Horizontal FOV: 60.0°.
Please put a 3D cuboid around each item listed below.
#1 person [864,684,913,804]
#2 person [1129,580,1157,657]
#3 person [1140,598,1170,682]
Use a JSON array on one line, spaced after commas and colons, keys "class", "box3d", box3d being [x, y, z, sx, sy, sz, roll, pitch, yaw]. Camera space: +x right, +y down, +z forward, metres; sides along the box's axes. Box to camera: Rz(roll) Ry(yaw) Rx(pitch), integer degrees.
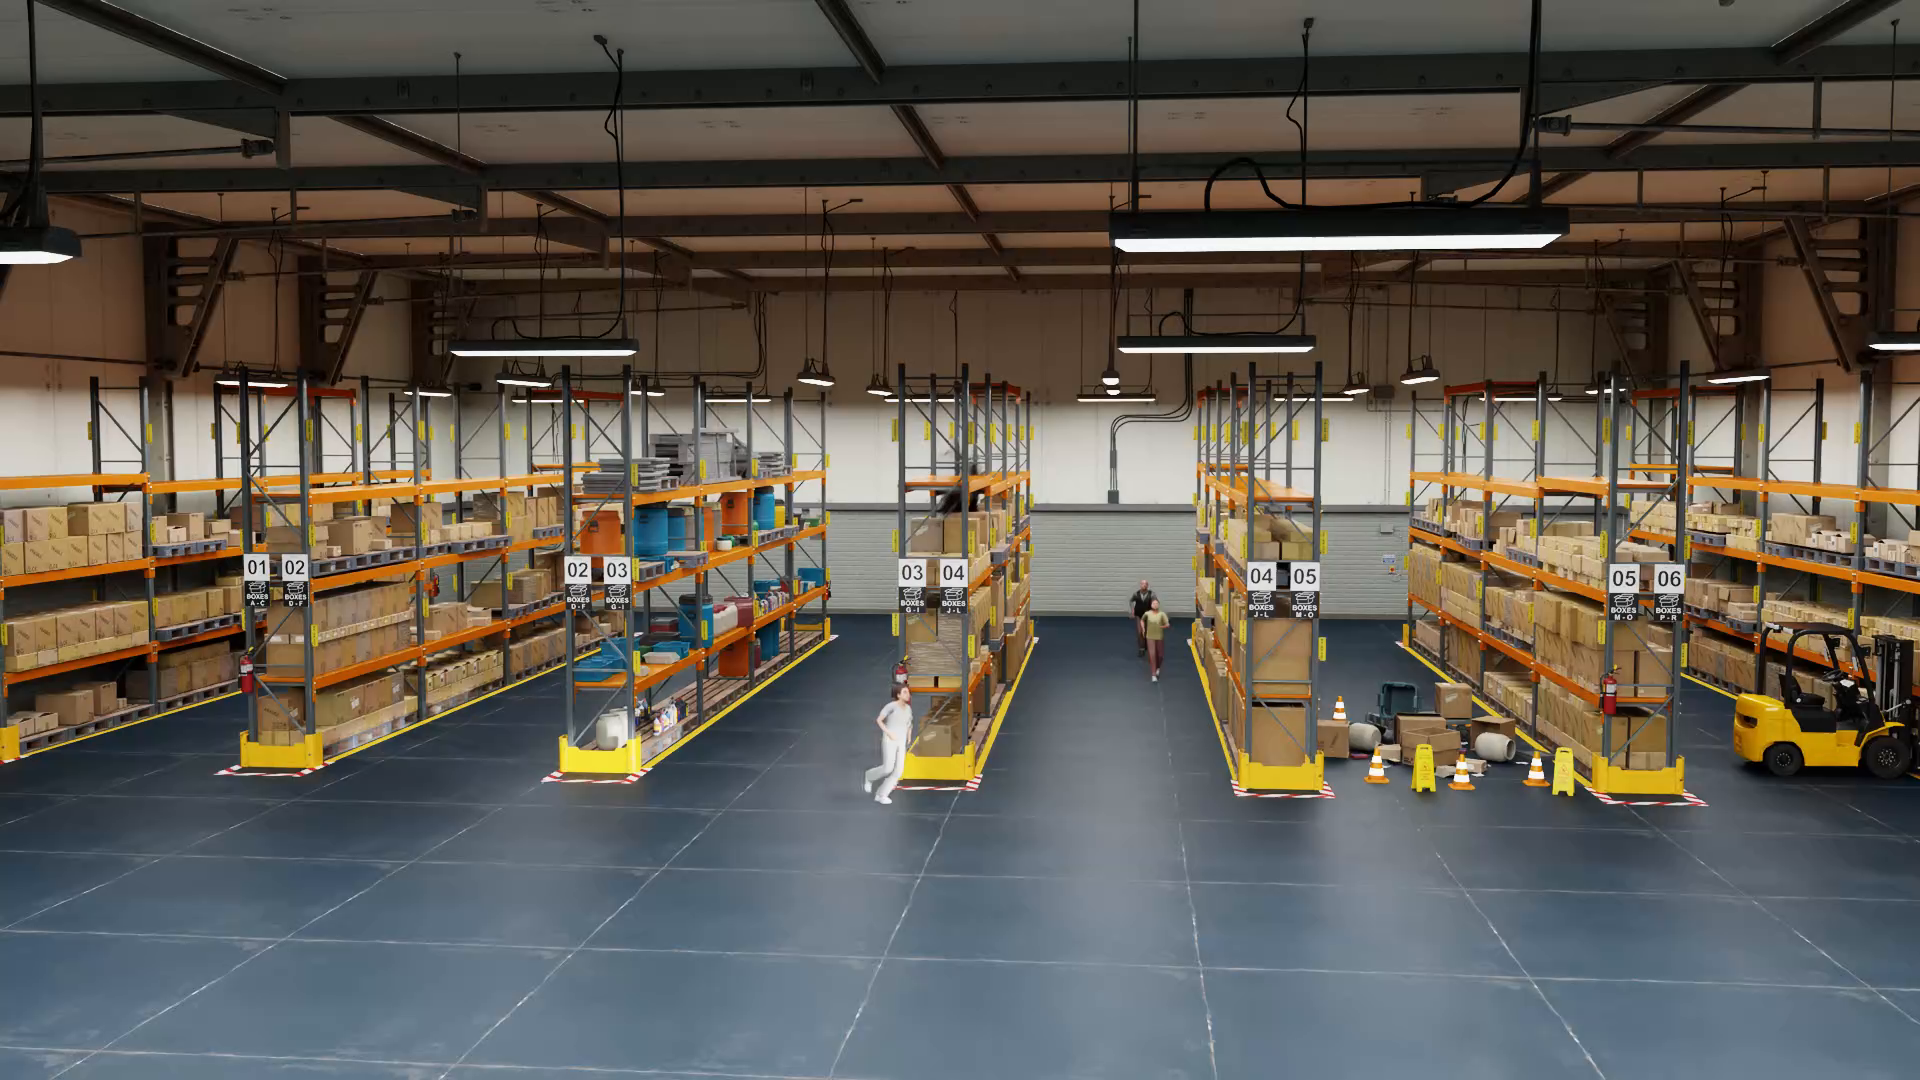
[{"class": "person", "box3d": [-0.933, 2.754, 22.759, 0.626, 1.584, 0.607, -3, 5, -39]}, {"class": "person", "box3d": [4.161, 1.750, 37.600, 0.683, 1.712, 0.843, 0, 4, 8]}, {"class": "person", "box3d": [3.949, 1.999, 33.663, 0.584, 1.645, 0.939, 0, 4, 2]}]
